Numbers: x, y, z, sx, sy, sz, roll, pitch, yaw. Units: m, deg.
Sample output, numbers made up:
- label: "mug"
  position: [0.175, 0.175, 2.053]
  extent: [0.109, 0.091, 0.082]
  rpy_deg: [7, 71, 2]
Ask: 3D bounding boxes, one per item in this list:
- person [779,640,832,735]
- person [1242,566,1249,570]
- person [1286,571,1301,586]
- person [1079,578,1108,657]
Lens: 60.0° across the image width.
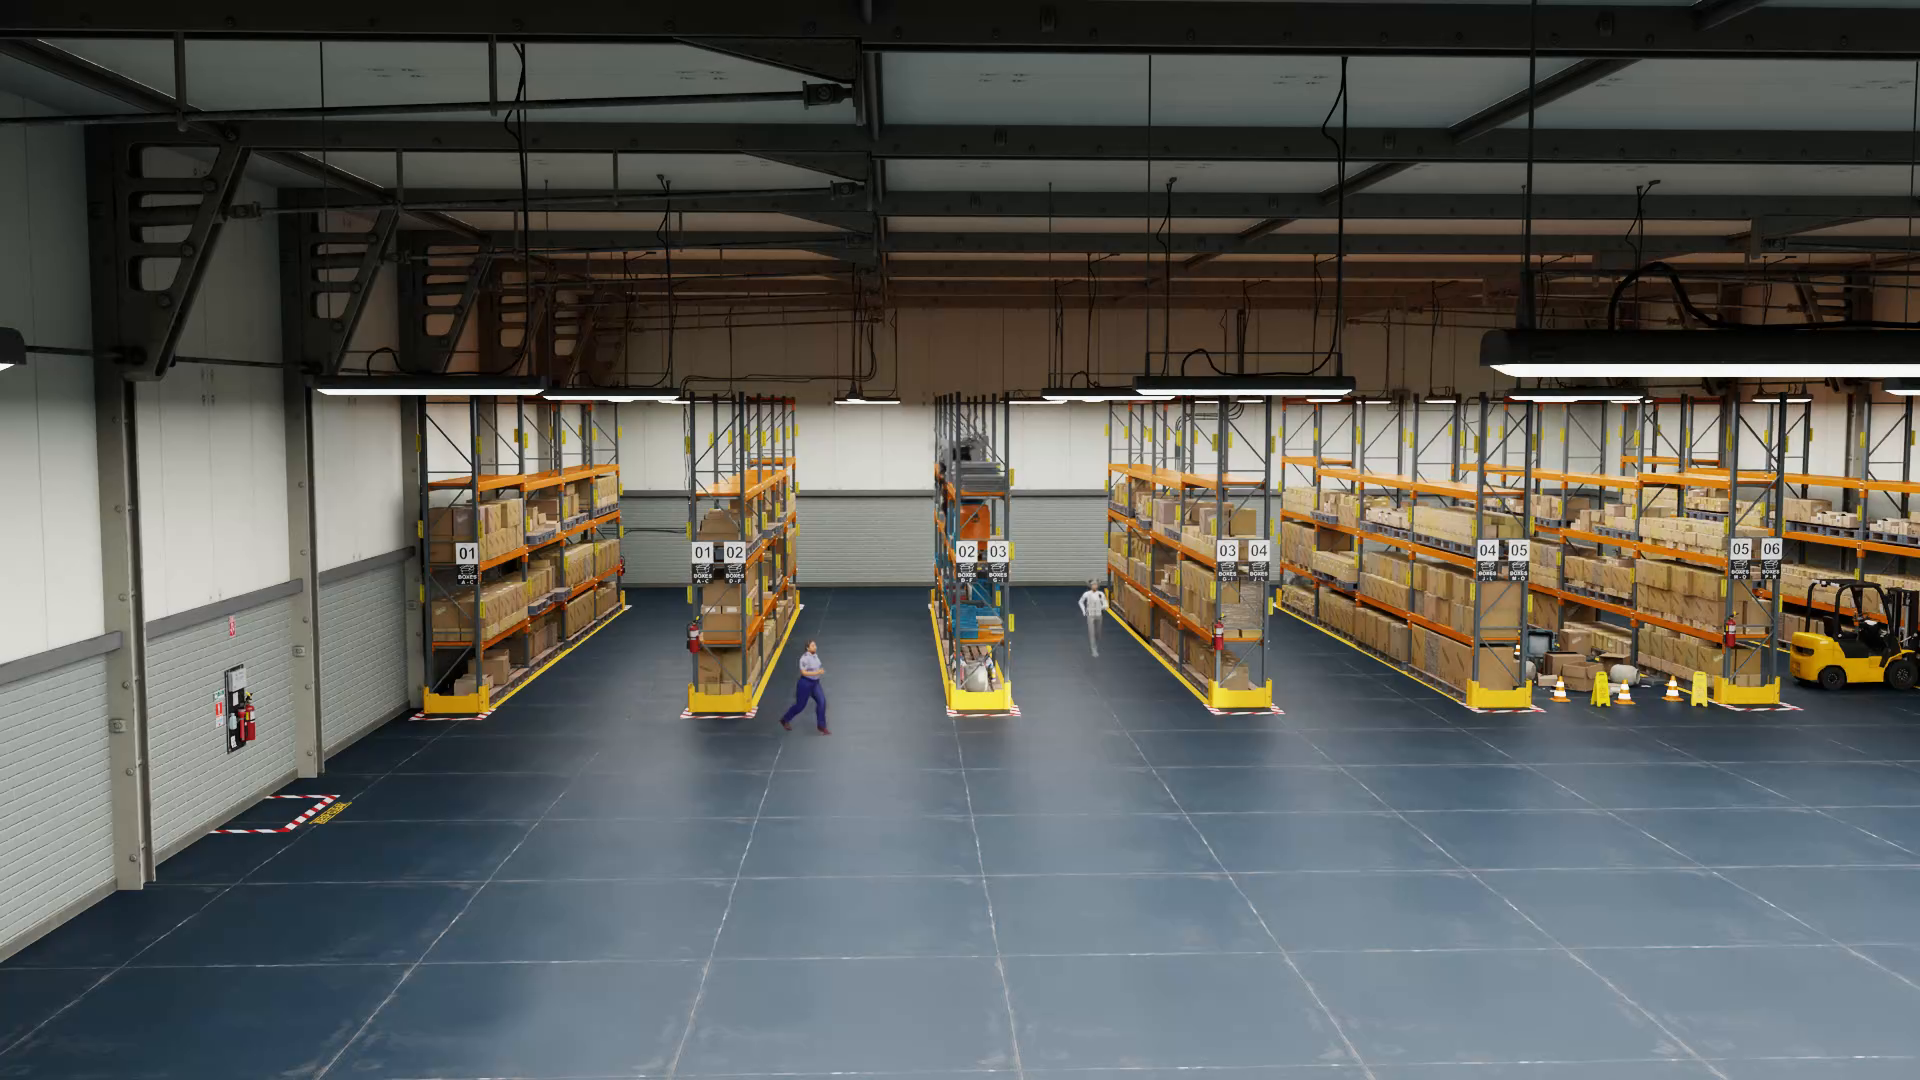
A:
- label: "person"
  position: [-2.690, 2.583, 29.114]
  extent: [0.909, 1.676, 0.612]
  rpy_deg: [2, 5, 27]
- label: "person"
  position: [7.952, 1.223, 45.123]
  extent: [0.674, 1.740, 0.632]
  rpy_deg: [0, 5, -2]
- label: "person"
  position: [9.836, 0.988, 48.784]
  extent: [0.748, 1.687, 0.604]
  rpy_deg: [0, 5, -2]
- label: "person"
  position: [2.936, 1.679, 36.365]
  extent: [0.624, 1.696, 0.808]
  rpy_deg: [-1, 5, -8]
